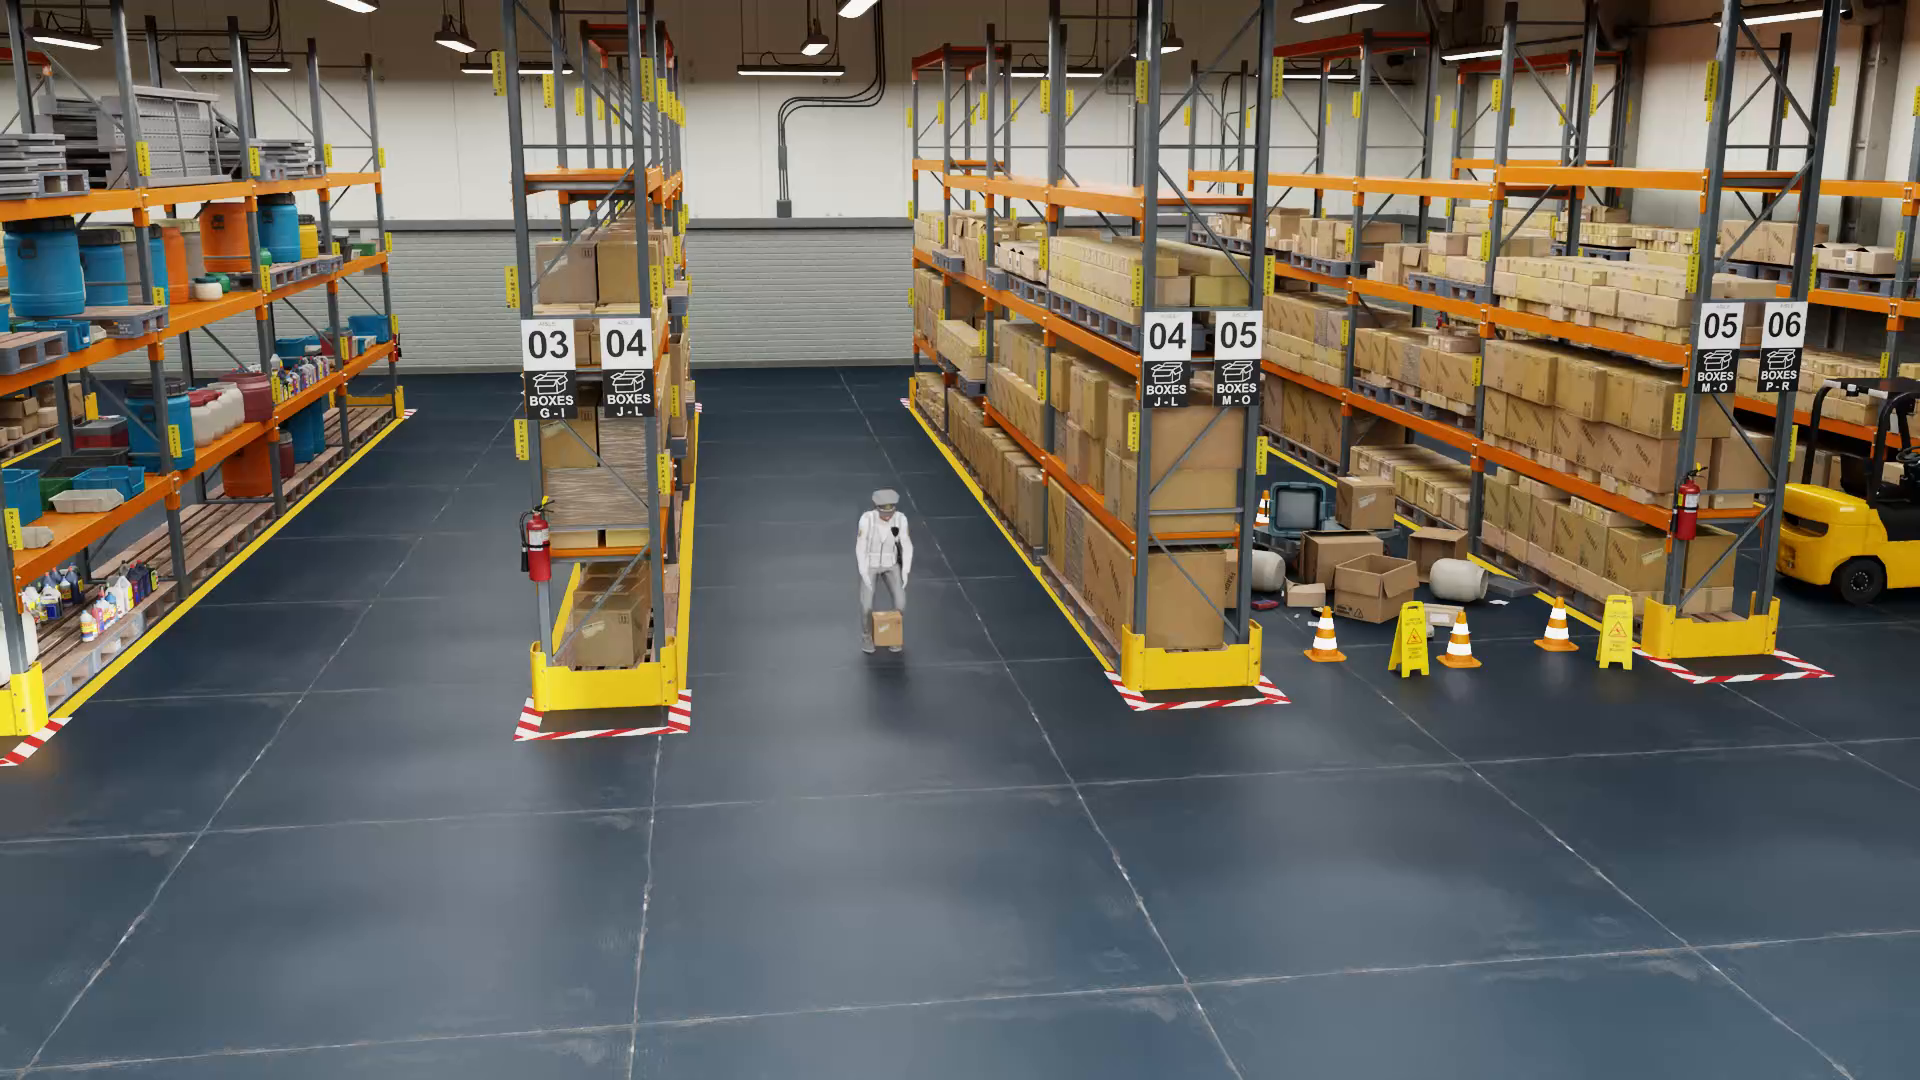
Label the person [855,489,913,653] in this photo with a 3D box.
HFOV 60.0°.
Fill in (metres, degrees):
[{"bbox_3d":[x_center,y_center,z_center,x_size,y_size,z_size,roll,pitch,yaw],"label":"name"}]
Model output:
[{"bbox_3d":[-0.689,0.272,15.171,0.526,1.522,0.586,-2,13,-8],"label":"person"}]
